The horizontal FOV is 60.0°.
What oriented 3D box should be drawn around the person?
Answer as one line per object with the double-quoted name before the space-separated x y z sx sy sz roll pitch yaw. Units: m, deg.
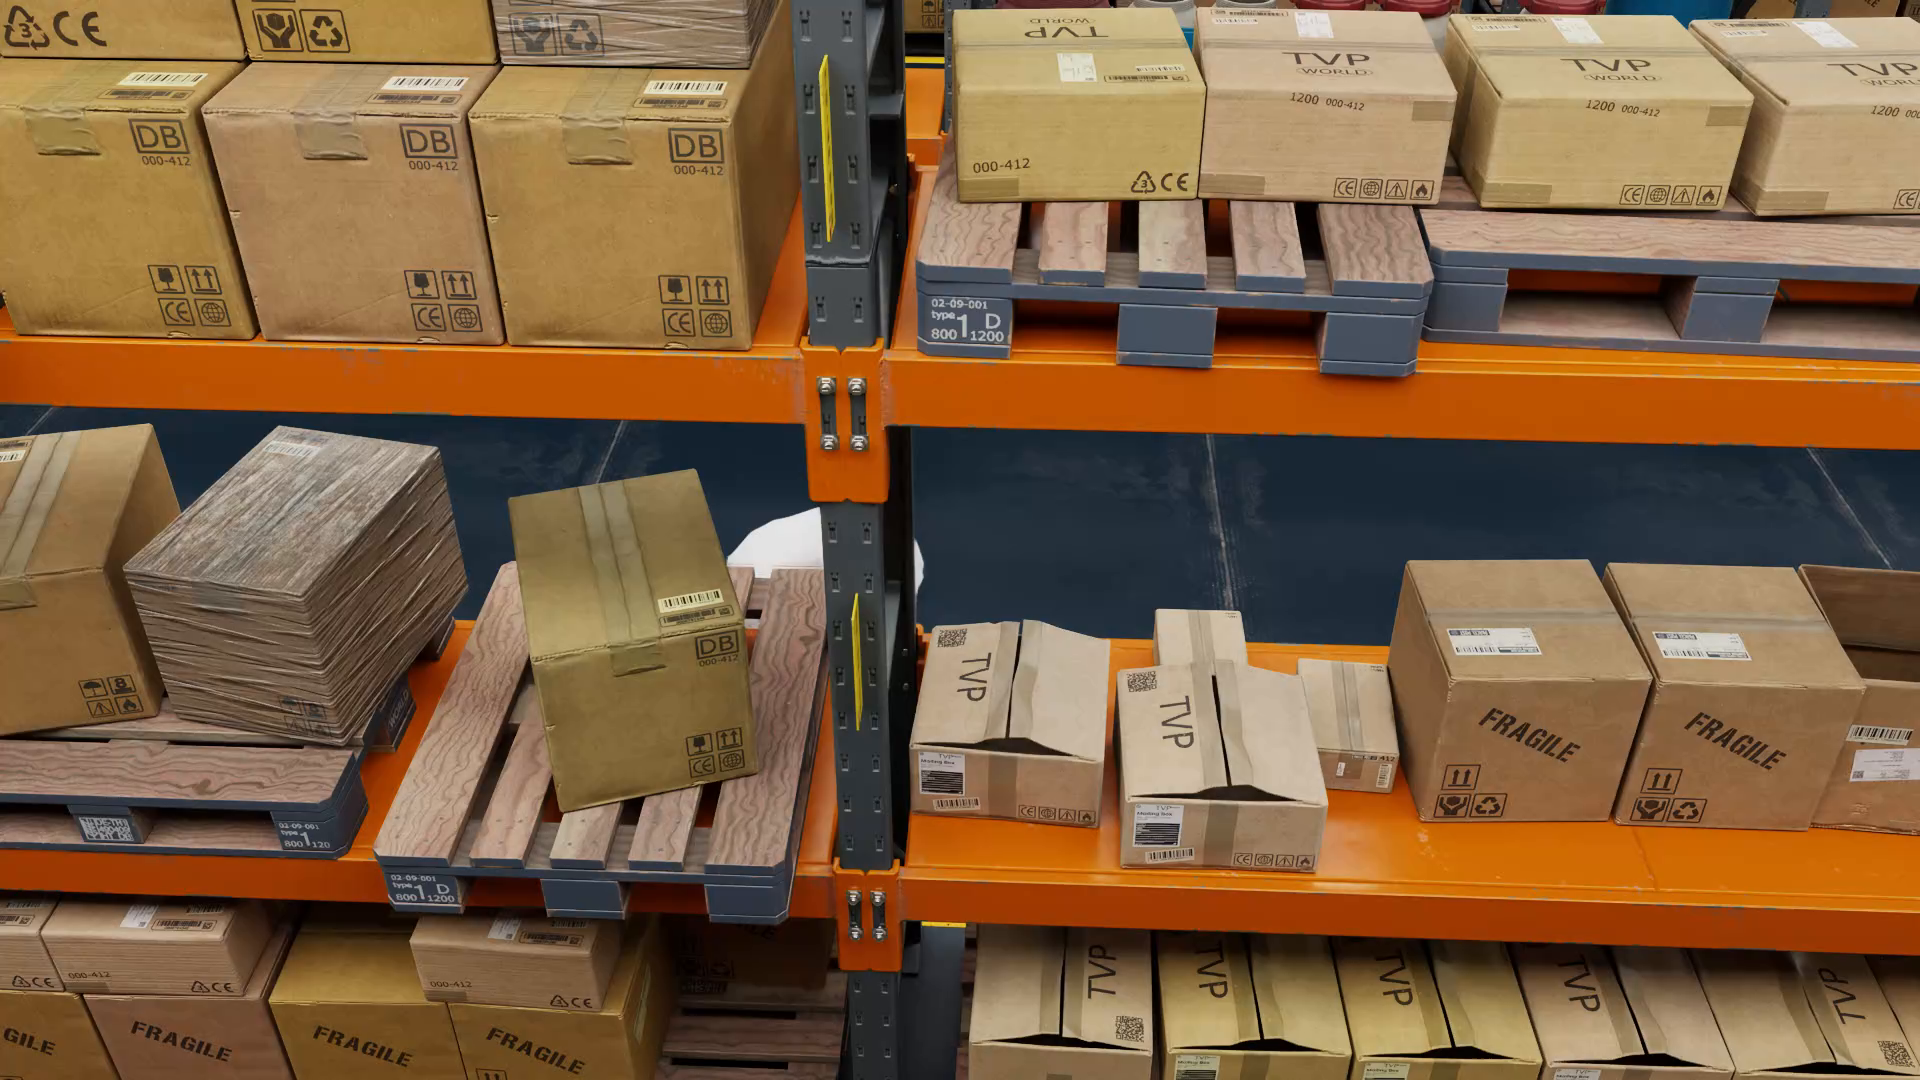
"person" -0.606 0.331 6.365 0.942 0.995 0.592 0 35 0
